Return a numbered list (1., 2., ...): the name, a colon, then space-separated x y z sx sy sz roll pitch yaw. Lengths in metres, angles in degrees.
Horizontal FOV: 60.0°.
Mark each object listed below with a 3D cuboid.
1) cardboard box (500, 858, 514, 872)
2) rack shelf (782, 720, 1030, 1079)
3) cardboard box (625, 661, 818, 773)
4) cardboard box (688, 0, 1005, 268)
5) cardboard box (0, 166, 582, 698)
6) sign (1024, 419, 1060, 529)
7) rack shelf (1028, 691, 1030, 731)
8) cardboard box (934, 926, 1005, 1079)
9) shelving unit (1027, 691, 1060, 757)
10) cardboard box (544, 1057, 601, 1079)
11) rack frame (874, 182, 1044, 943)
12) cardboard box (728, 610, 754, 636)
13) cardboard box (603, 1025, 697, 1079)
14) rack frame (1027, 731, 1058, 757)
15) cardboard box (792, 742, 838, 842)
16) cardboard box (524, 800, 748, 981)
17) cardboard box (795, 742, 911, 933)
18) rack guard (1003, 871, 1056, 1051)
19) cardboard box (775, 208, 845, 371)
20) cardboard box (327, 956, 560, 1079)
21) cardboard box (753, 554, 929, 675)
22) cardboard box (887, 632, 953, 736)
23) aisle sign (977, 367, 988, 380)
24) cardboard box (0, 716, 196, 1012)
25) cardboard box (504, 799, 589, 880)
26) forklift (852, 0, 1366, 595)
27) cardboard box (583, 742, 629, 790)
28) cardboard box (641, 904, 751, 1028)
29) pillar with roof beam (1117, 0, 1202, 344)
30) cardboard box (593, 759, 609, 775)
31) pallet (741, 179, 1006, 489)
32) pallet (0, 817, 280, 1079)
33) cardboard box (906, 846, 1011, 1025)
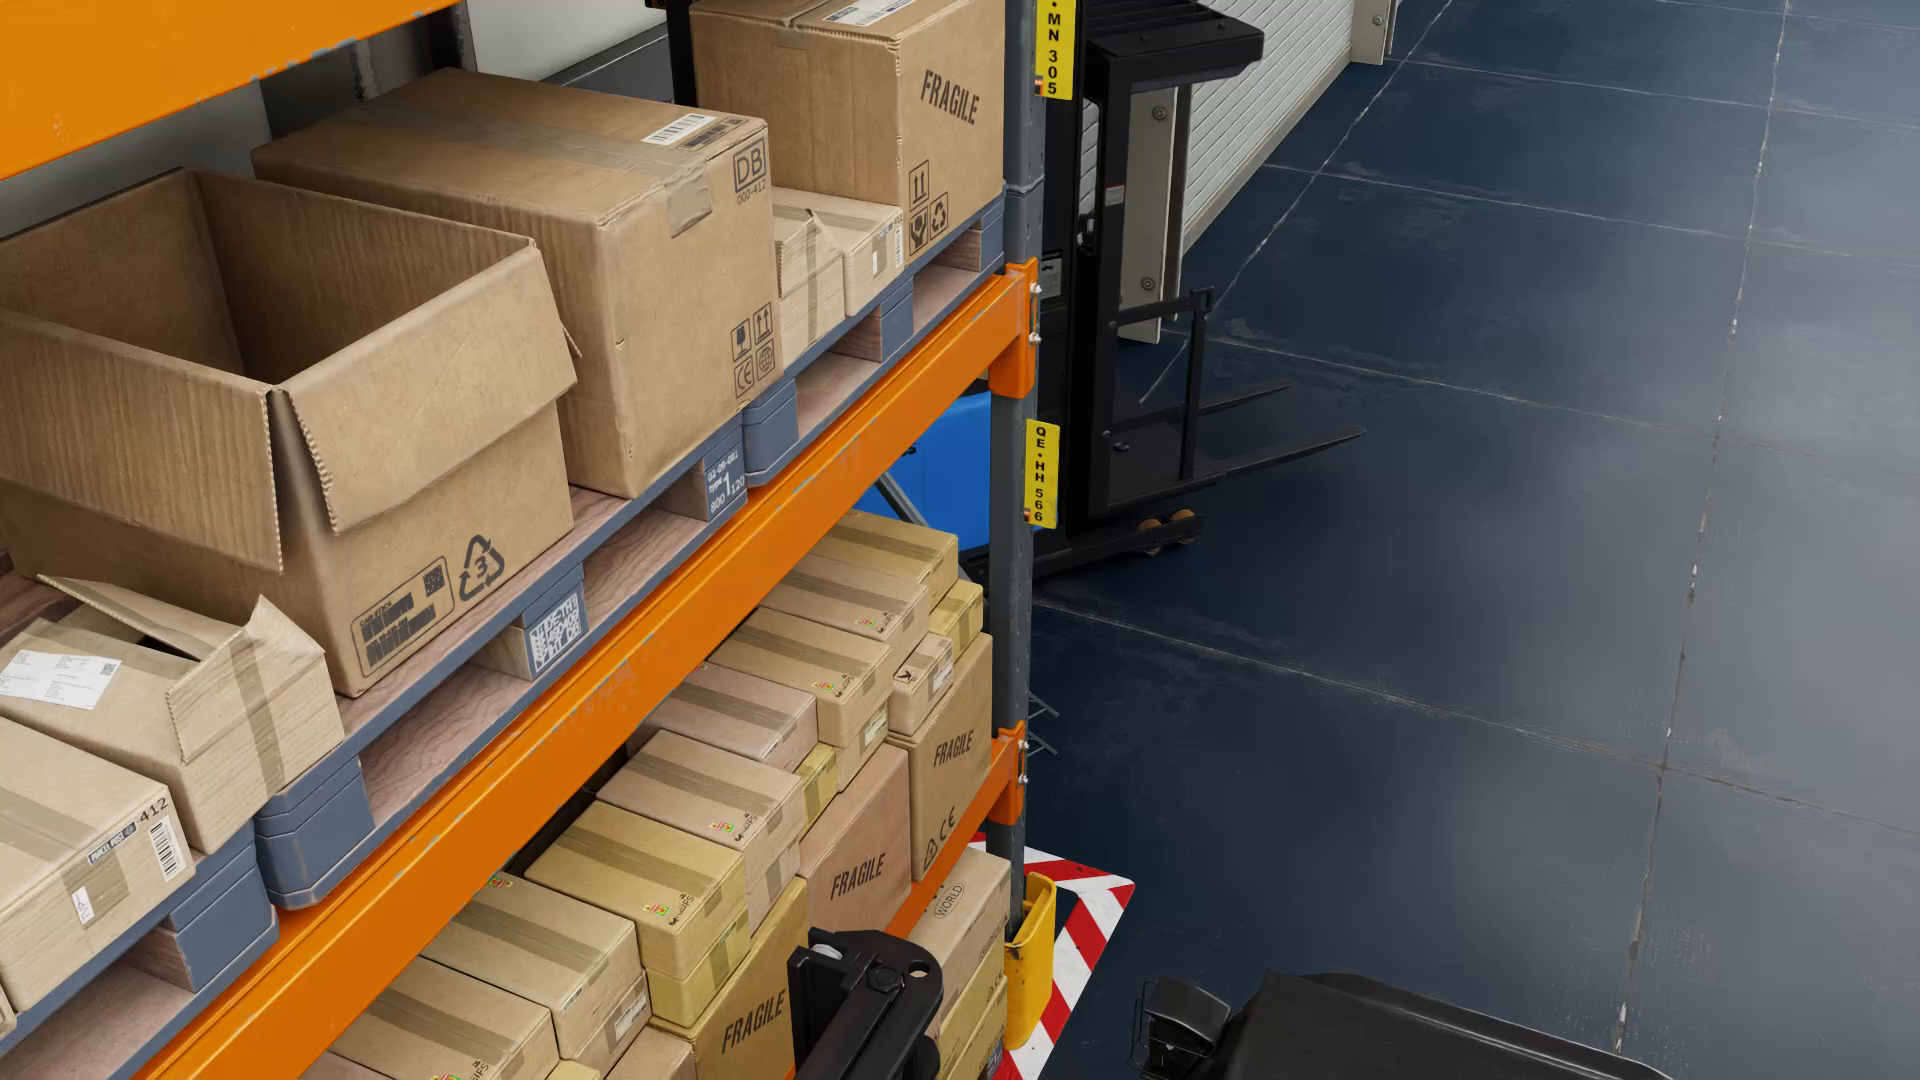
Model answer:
1. cardboard box: -1.249 0.695 3.771 0.380 0.149 0.250 15 36 22
2. rack shelf: -1.106 1.572 3.773 1.077 0.370 4.000 14 36 20
3. cardboard box: -0.559 0.438 3.893 0.380 0.149 0.250 14 36 21
4. cardboard box: -0.233 -0.962 3.681 0.500 0.500 0.500 15 36 22
5. cardboard box: -1.032 -0.194 2.506 0.797 0.503 0.637 15 36 22
6. sign: 0.218 -0.177 4.512 0.100 0.325 0.005 14 36 20
7. rack shelf: 0.177 0.748 6.915 0.258 0.200 0.077 -24 41 -32
8. cardboard box: -0.189 1.354 5.118 0.500 0.250 0.500 14 36 20
9. shelving unit: 0.027 0.646 7.067 0.258 0.210 0.900 -24 41 -32
10. cardboard box: -0.905 1.090 3.169 0.380 0.149 0.250 13 36 20
11. rack frame: -0.269 0.275 5.095 1.000 3.000 0.127 14 36 20
12. cardboard box: -0.692 0.209 4.513 0.380 0.149 0.250 14 36 20
13. cardboard box: -0.877 1.303 3.436 0.500 0.500 0.500 14 36 21
14. rack frame: 0.026 0.730 7.123 0.240 0.006 0.900 -24 41 -32
15. cardboard box: -0.518 0.569 3.964 0.380 0.149 0.250 14 36 20
16. cardboard box: -0.671 0.723 3.458 0.380 0.149 0.250 15 36 21
17. cardboard box: -0.462 0.795 4.211 0.500 0.500 0.500 15 36 22
18. rack guard: -0.259 1.308 5.799 1.175 0.500 0.348 14 36 20
19. cardboard box: -0.446 -0.532 3.239 0.396 0.266 0.258 14 36 21
20. cardboard box: -0.985 0.951 3.110 0.380 0.149 0.250 14 36 21
21. cardboard box: -0.303 0.194 4.264 0.380 0.149 0.250 14 36 21
22. cardboard box: -0.240 0.333 4.324 0.380 0.149 0.250 15 36 21
23. aisle sign: 0.025 -0.778 4.330 0.394 0.787 0.004 14 36 20
24. cardboard box: -1.158 0.364 1.979 0.380 0.149 0.250 15 36 22
25. cardboard box: -1.133 0.932 4.002 0.500 0.500 0.500 14 36 20
26. forklift: 0.633 -1.401 7.714 3.031 2.935 1.130 -16 36 -22
27. cardboard box: -0.971 0.453 4.141 0.380 0.149 0.250 13 35 19
28. cardboard box: -0.674 0.843 3.546 0.380 0.149 0.250 14 36 21
29. pillar with roof beam: 5.041 -4.095 6.288 9.100 9.000 0.400 14 36 20
30. cardboard box: -1.046 0.470 3.844 0.380 0.149 0.250 15 36 22
31. pallet: -0.589 -0.596 3.769 1.003 0.211 1.213 14 36 20
32. pallet: -1.609 0.619 1.916 1.003 0.211 1.213 14 36 20
33. cardboard box: -0.179 1.132 5.001 0.500 0.250 0.500 15 36 22
